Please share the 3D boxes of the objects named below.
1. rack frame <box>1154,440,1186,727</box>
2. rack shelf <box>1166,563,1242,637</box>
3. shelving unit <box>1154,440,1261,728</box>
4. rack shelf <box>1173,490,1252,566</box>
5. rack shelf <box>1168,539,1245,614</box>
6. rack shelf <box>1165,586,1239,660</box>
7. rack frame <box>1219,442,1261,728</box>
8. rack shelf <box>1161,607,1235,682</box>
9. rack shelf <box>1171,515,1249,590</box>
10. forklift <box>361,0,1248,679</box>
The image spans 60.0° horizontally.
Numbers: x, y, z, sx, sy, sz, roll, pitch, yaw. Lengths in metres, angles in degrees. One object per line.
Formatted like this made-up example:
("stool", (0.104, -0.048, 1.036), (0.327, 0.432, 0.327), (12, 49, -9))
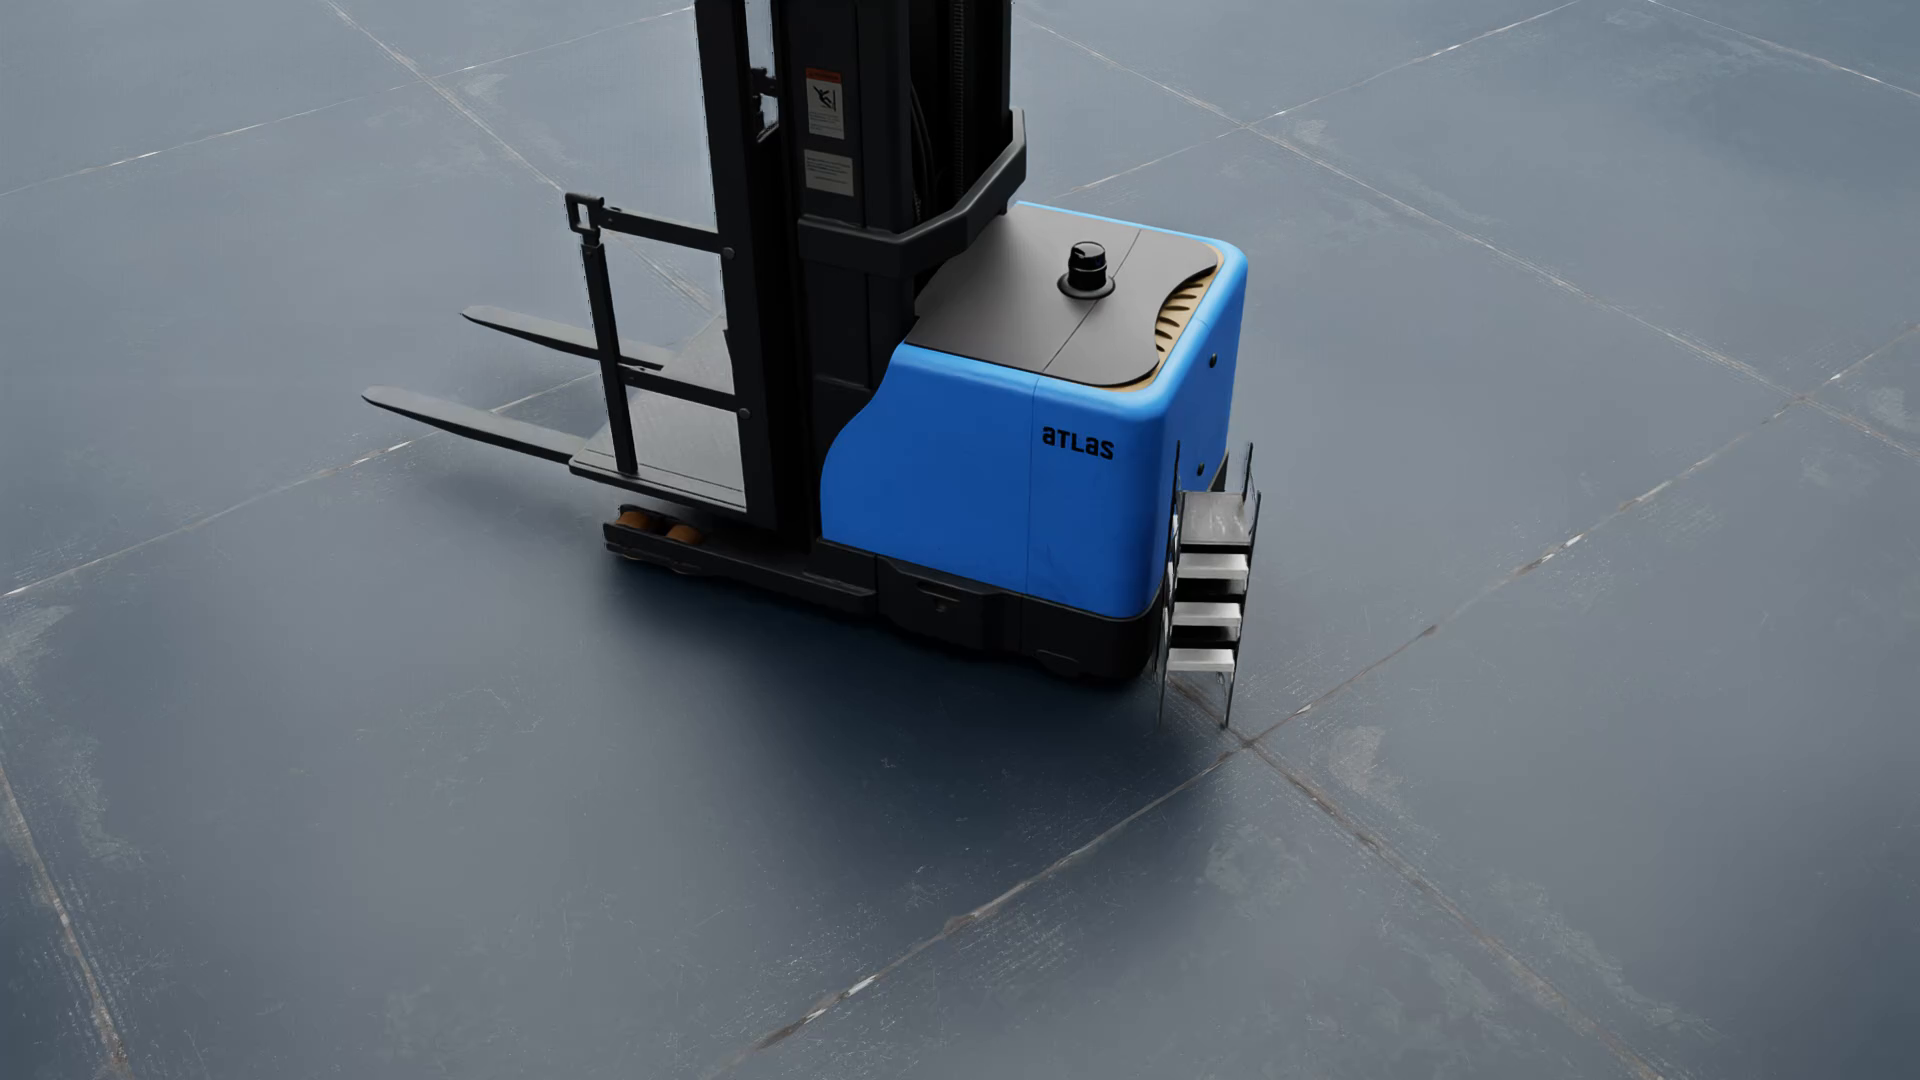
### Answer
("rack frame", (0.610, 0.144, 4.865), (0.006, 0.900, 0.240), (1, 39, 2))
("rack shelf", (0.712, 0.172, 4.884), (0.200, 0.077, 0.258), (1, 39, 2))
("shelving unit", (0.712, 0.146, 4.863), (0.210, 0.900, 0.258), (1, 39, 2))
("rack shelf", (0.712, -0.037, 4.713), (0.200, 0.077, 0.258), (1, 39, 2))
("rack shelf", (0.712, 0.102, 4.827), (0.200, 0.077, 0.258), (1, 39, 2))
("rack shelf", (0.712, 0.241, 4.941), (0.200, 0.077, 0.258), (1, 39, 2))
("rack frame", (0.814, 0.148, 4.860), (0.006, 0.900, 0.240), (1, 39, 2))
("rack shelf", (0.712, 0.311, 4.998), (0.200, 0.077, 0.258), (1, 39, 2))
("rack shelf", (0.712, 0.032, 4.770), (0.200, 0.077, 0.258), (1, 39, 2))
("forklift", (-0.654, -1.308, 5.034), (3.031, 2.935, 1.130), (15, 42, 17))
